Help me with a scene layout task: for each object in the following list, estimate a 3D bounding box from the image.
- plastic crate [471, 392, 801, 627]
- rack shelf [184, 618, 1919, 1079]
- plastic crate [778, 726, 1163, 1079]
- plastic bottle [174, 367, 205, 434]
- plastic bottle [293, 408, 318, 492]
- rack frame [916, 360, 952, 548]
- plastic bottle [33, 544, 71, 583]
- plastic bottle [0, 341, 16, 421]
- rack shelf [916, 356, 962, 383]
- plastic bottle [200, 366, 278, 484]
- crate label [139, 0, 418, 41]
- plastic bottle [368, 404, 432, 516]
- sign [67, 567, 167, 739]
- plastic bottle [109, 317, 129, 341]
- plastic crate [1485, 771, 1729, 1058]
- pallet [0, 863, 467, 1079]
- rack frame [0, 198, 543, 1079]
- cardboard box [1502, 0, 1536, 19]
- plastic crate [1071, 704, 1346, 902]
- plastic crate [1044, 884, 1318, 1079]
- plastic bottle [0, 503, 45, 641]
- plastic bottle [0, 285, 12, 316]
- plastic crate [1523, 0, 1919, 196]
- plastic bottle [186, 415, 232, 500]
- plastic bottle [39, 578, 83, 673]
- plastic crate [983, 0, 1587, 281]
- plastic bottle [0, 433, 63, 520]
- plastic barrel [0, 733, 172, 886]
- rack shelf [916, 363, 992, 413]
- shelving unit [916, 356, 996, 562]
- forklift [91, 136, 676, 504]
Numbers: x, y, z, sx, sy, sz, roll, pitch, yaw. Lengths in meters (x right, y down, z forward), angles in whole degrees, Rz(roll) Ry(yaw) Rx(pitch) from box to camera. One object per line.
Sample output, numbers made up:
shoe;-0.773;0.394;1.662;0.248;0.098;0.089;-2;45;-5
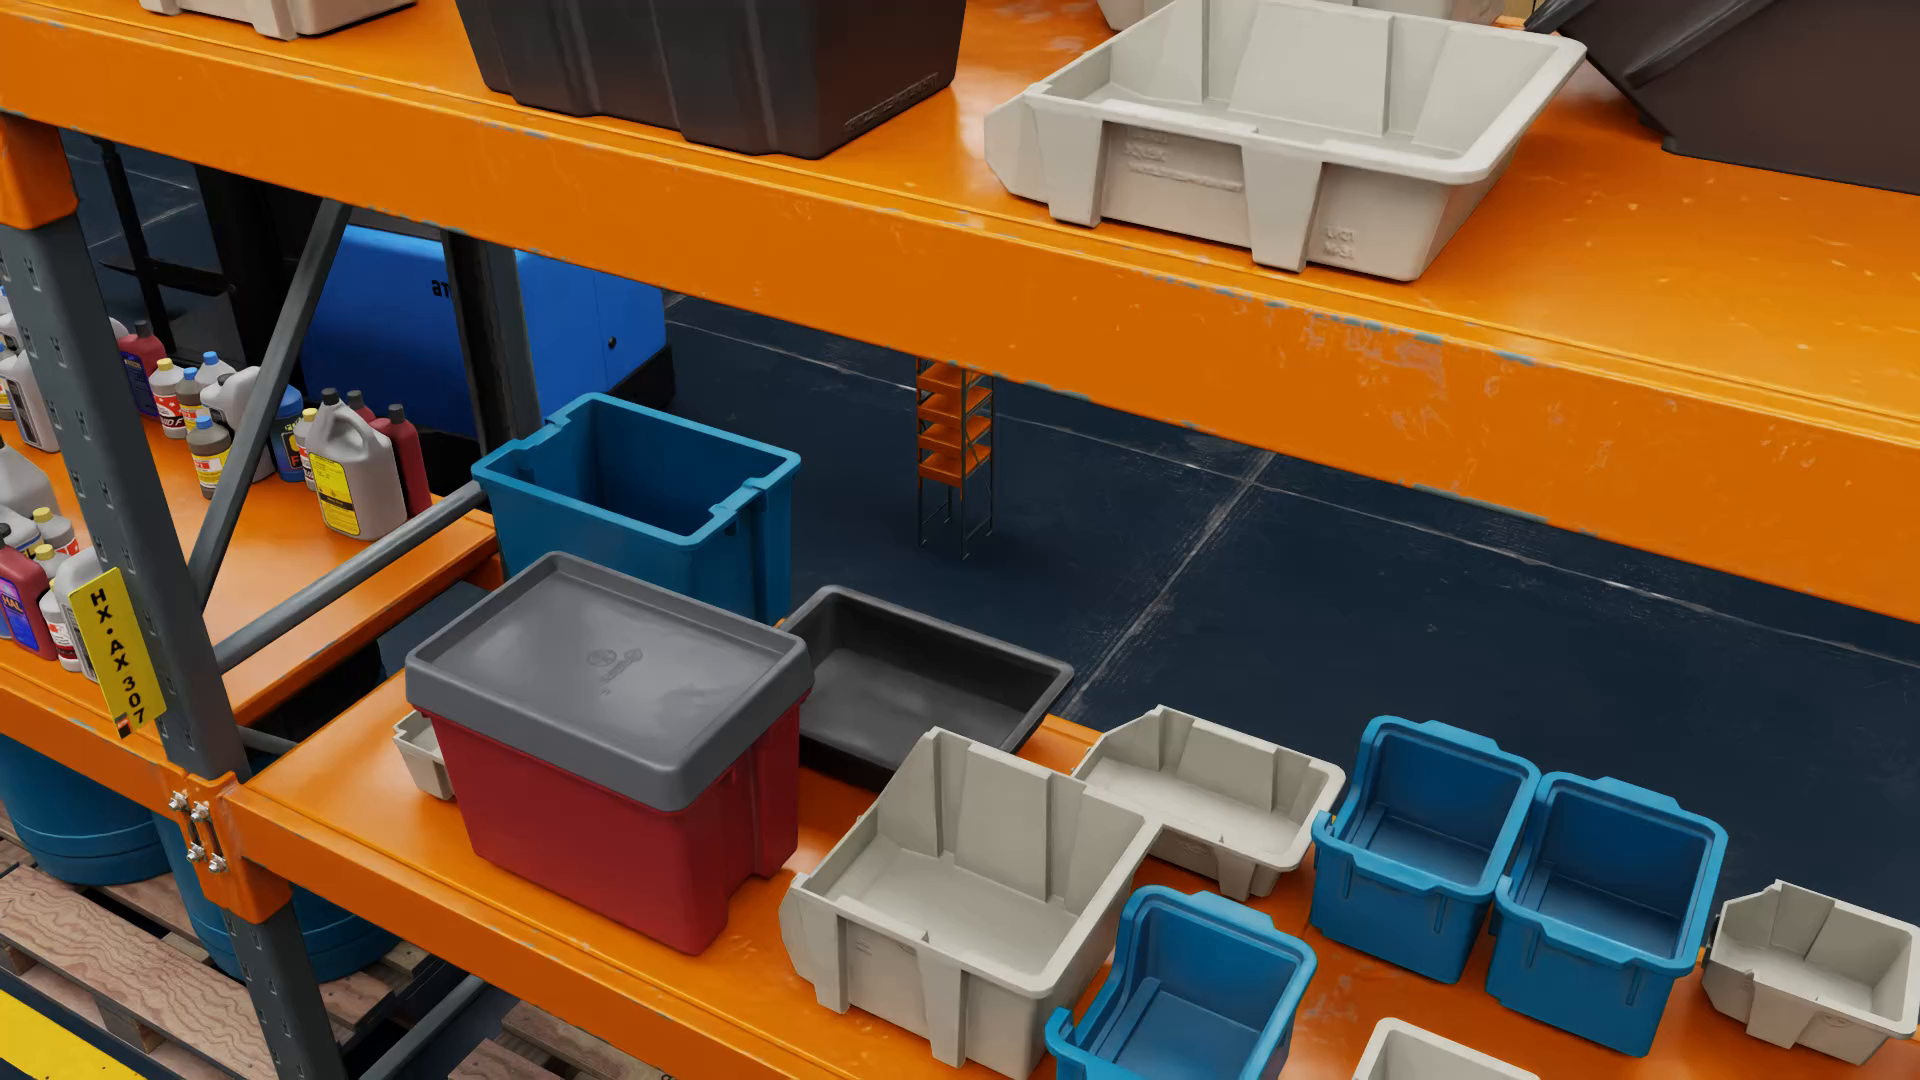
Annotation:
plastic crate;-0.660;0.003;3.500;0.575;0.384;0.392;18;37;24
rack shelf;0.502;0.906;2.832;4.000;0.370;1.077;18;37;24
plastic crate;0.000;0.590;2.711;0.530;0.282;0.437;18;37;24
plastic bottle;-1.937;-0.343;4.239;0.097;0.201;0.097;0;34;0
plastic bottle;-1.566;-0.226;4.062;0.097;0.201;0.097;0;34;0
rack frame;-0.092;-0.529;5.961;0.006;1.200;0.240;18;37;24
plastic bottle;-1.937;0.102;3.570;0.097;0.201;0.097;0;34;0
plastic bottle;-2.498;-0.424;4.360;0.097;0.201;0.097;0;34;0
rack shelf;-0.013;-0.666;5.815;0.180;0.103;0.258;18;37;24
plastic bottle;-1.765;-0.303;4.110;0.135;0.276;0.152;18;37;24
crate label;-0.953;-0.808;2.289;0.466;0.136;0.293;18;37;24
plastic bottle;-1.341;-0.201;3.950;0.133;0.283;0.061;18;37;24
sign;-1.509;0.206;2.985;0.005;0.325;0.100;18;37;24
plastic bottle;-2.251;-0.457;4.341;0.135;0.276;0.152;18;37;24
plastic crate;1.044;0.613;2.720;0.300;0.233;0.416;18;37;24
pallet;-1.884;0.985;4.580;1.213;0.211;1.003;18;37;24
rack frame;-1.235;0.057;3.458;0.127;3.000;1.000;18;37;24
cardboard box;1.980;-1.957;6.392;0.500;0.500;0.500;18;38;25
plastic crate;0.426;0.476;3.013;0.466;0.136;0.293;18;37;24
plastic crate;0.328;0.760;2.499;0.300;0.233;0.416;18;37;24
plastic bottle;-2.054;0.055;3.573;0.135;0.276;0.152;18;37;24
plastic bottle;-2.540;-0.564;4.506;0.097;0.271;0.097;0;34;0
plastic crate;1.048;-0.618;1.822;0.767;0.338;0.504;18;37;24
plastic bottle;-1.811;-0.206;4.033;0.097;0.201;0.097;0;34;0
plastic bottle;-1.852;0.168;3.470;0.097;0.201;0.097;0;34;0
plastic crate;0.321;-0.431;1.722;0.530;0.136;0.437;18;37;24
plastic bottle;-2.124;-0.087;3.719;0.185;0.351;0.144;18;37;24
plastic barrel;-2.313;0.403;4.453;0.708;0.901;0.600;18;37;24
rack shelf;-0.013;-0.566;5.882;0.180;0.103;0.258;18;37;24
shelving unit;-0.013;-0.503;5.923;0.189;1.200;0.258;18;37;24
forklift;-2.771;-1.876;6.423;3.031;2.935;1.130;13;36;19
